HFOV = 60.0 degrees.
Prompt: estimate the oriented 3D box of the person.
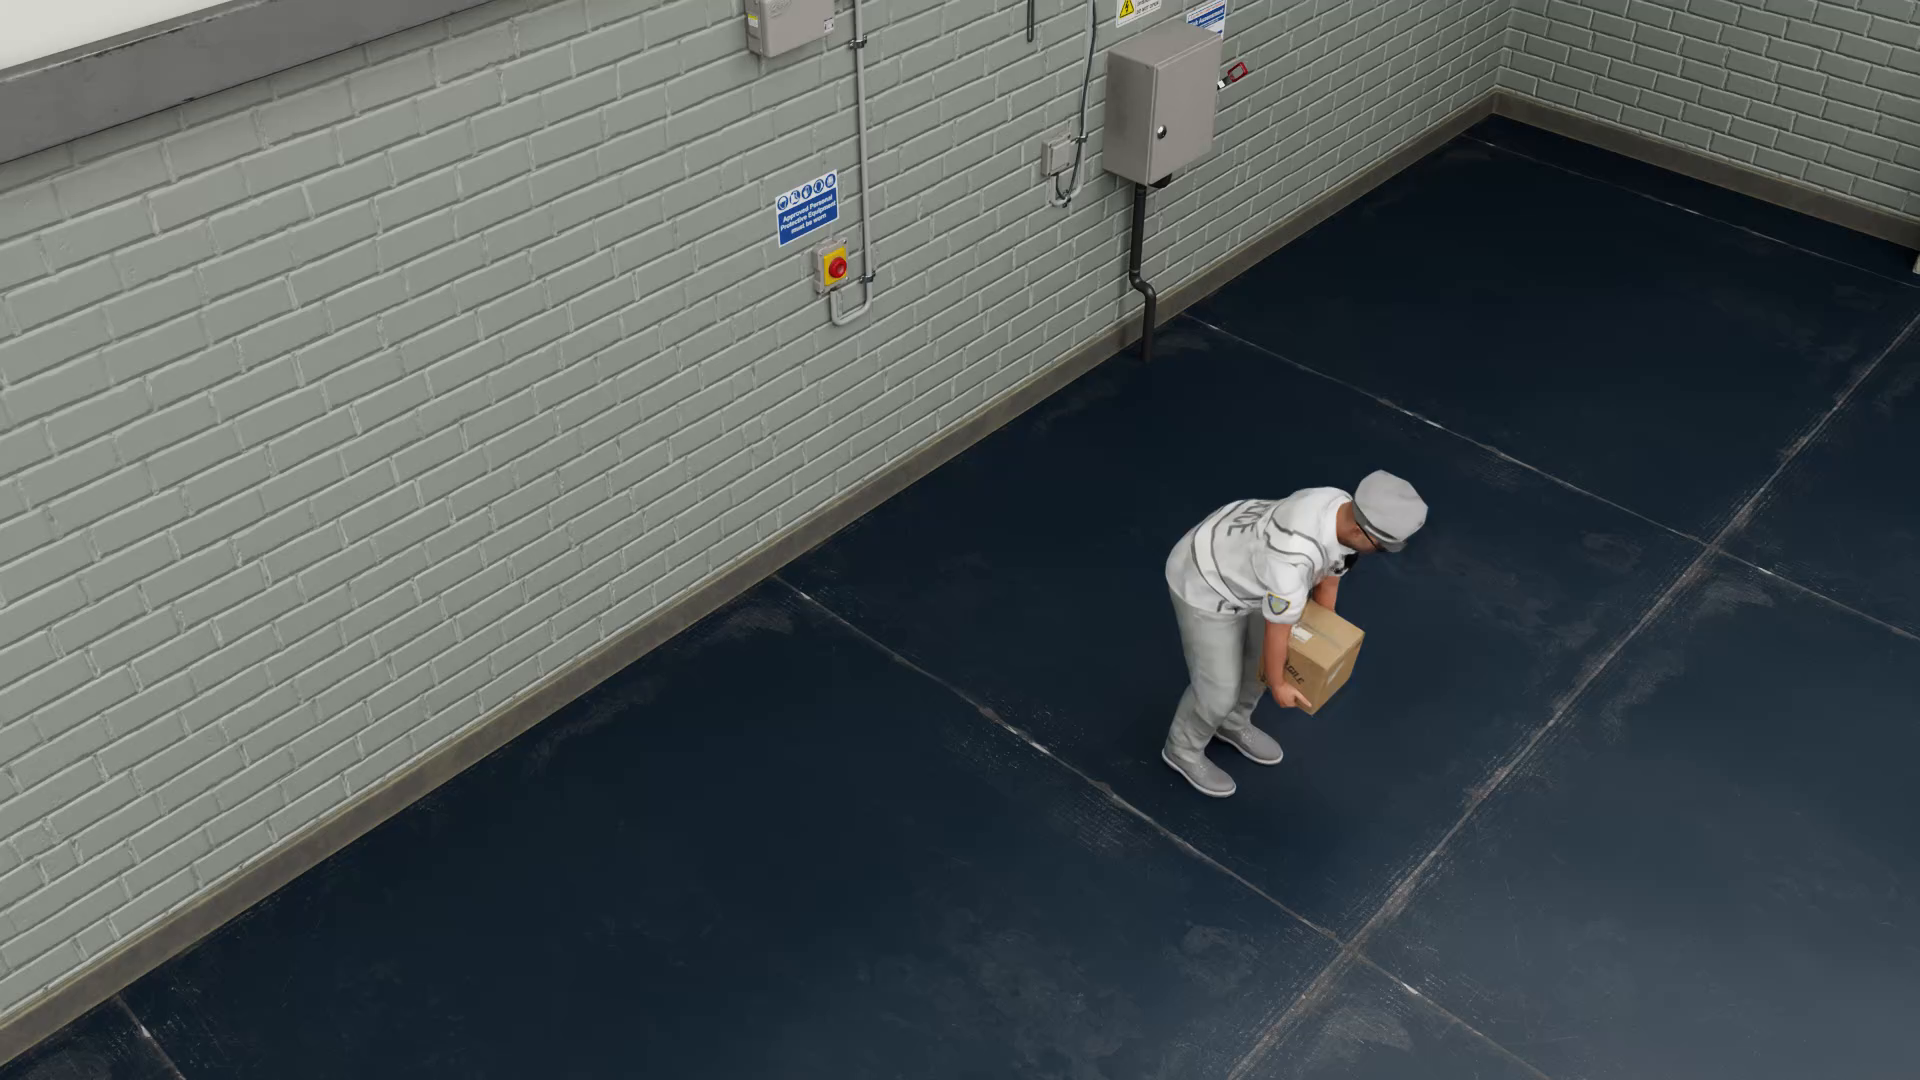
[{"bbox_3d":[1.139,0.315,5.938,0.861,1.538,0.478,29,47,31],"label":"person"}]
